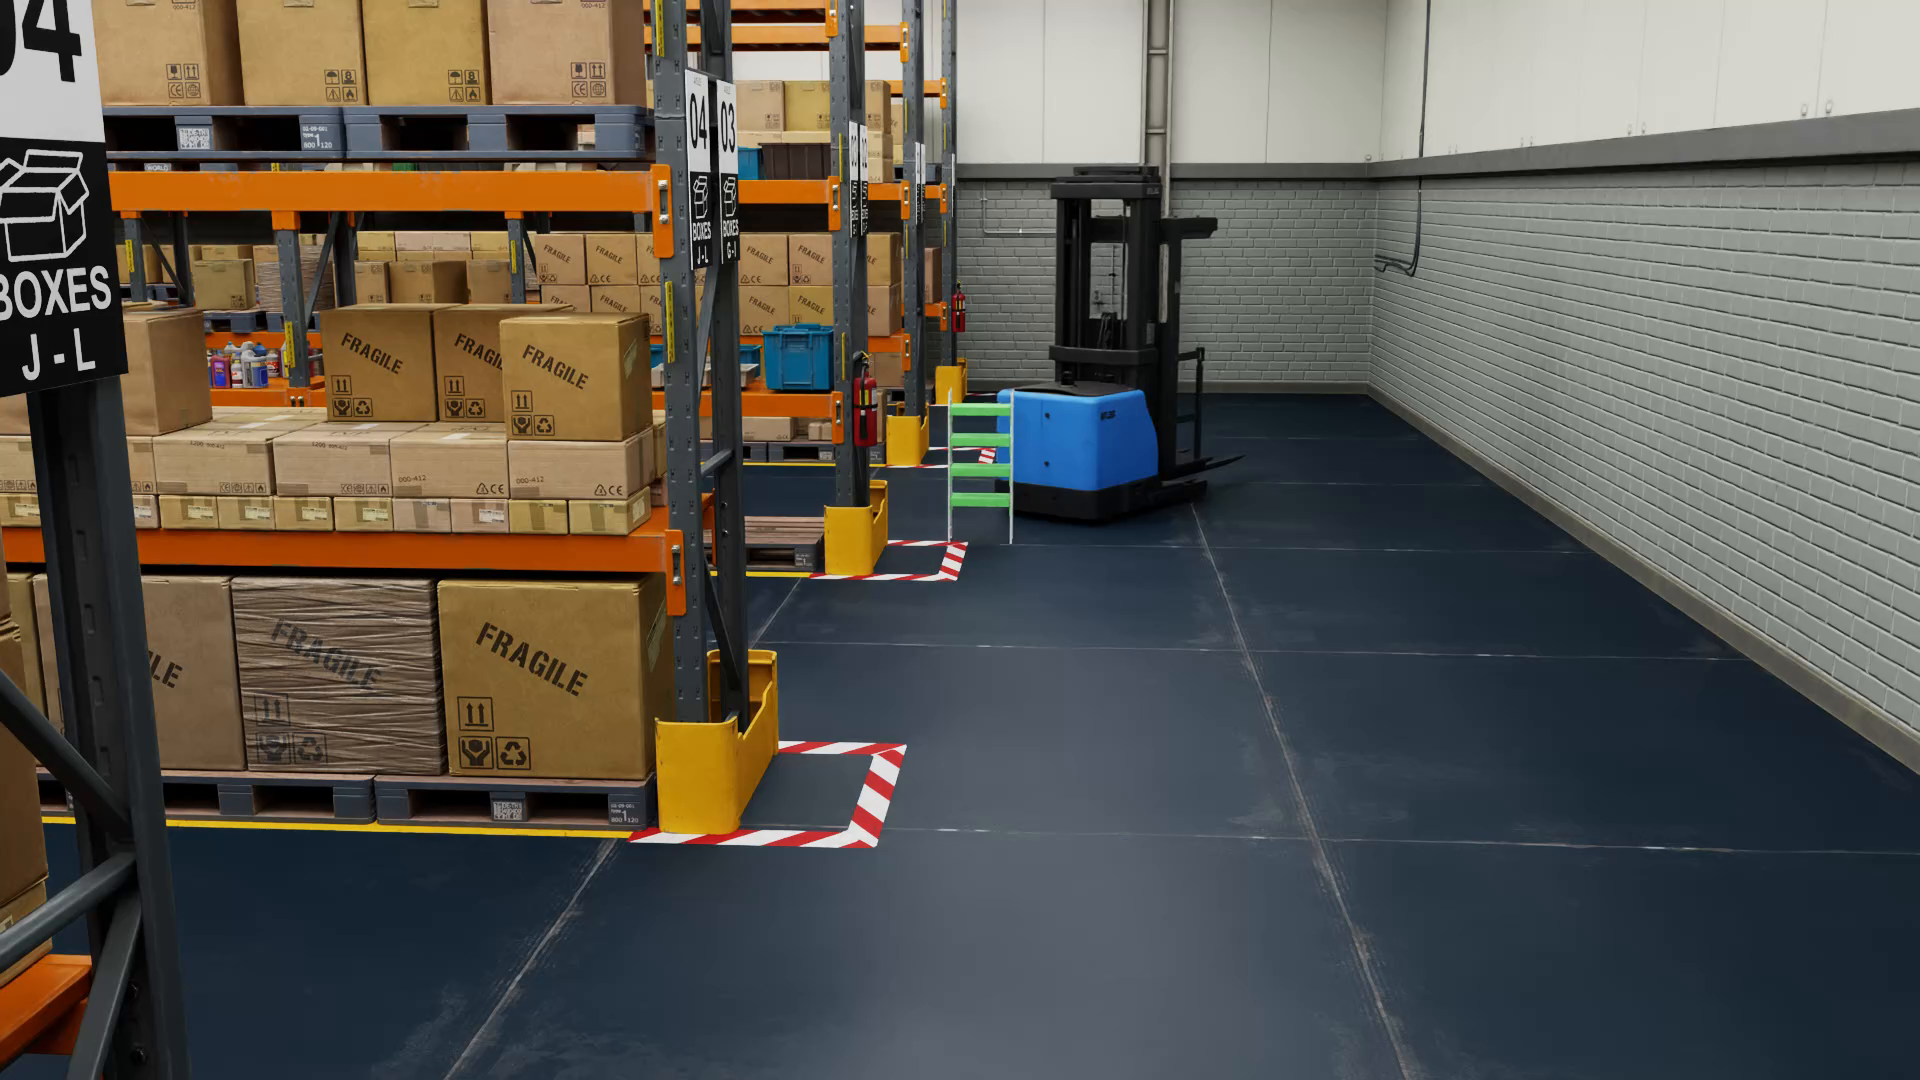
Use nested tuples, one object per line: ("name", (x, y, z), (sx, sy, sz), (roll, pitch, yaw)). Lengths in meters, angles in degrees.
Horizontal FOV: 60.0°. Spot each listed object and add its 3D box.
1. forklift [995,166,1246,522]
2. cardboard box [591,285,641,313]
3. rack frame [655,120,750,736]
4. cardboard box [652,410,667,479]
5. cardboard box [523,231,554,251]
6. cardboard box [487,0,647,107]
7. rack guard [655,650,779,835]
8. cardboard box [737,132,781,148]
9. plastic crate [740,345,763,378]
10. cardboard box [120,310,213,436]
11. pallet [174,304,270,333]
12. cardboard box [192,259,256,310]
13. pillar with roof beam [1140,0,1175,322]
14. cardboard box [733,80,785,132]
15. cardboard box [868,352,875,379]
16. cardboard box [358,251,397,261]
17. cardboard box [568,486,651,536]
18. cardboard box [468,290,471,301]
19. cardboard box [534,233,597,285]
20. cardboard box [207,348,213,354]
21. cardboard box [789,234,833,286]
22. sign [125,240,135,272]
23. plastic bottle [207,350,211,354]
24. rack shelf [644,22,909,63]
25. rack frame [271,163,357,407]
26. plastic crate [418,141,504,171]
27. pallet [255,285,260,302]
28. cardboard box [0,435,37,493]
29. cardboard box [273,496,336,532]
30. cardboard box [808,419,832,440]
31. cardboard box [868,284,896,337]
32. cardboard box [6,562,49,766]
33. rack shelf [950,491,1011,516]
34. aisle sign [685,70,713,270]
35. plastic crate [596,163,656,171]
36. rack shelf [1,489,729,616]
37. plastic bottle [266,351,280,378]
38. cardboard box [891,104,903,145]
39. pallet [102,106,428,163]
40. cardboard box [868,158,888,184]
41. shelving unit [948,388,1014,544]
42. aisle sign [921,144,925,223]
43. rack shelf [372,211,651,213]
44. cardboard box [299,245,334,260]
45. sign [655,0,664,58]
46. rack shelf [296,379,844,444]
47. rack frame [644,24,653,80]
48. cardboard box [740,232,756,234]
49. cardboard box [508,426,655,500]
("forklift", (1.588, -1.835, 14.882), (1.130, 2.935, 3.031), (9, 15, 36))
("cardboard box", (-3.454, -2.374, 17.049), (0.500, 0.500, 0.500), (1, 12, 5))
("rack frame", (-1.130, -0.316, 7.453), (0.127, 3.000, 1.000), (1, 12, 4))
("cardboard box", (-1.591, -0.450, 7.733), (0.500, 0.250, 0.500), (0, 12, 2))
("cardboard box", (-5.630, -3.948, 21.964), (0.500, 0.250, 0.500), (1, 12, 5))
("cardboard box", (-1.653, -2.084, 7.064), (0.500, 0.500, 0.700), (0, 12, 0))
("rack guard", (-1.106, 0.908, 7.707), (0.348, 0.500, 1.175), (1, 12, 4))
("cardboard box", (-1.992, -3.949, 16.638), (0.500, 0.250, 0.500), (1, 12, 4))
("plastic crate", (-1.681, -1.355, 12.682), (0.300, 0.233, 0.416), (1, 12, 4))
("cardboard box", (-3.650, -0.737, 7.272), (0.500, 0.500, 0.500), (0, 12, 2))
("pallet", (-7.766, -2.360, 17.694), (1.003, 0.211, 1.213), (1, 12, 4))
("cardboard box", (-7.811, -2.718, 17.666), (0.500, 0.500, 0.700), (-3, 12, -15))
("pillar with roof beam", (2.327, -5.549, 17.815), (0.400, 9.000, 9.100), (1, 12, 4))
("cardboard box", (-1.978, -4.359, 16.769), (0.500, 0.500, 0.700), (1, 12, 4))
("cardboard box", (-1.342, -2.330, 22.159), (0.500, 0.500, 0.700), (1, 12, 4))
("cardboard box", (-7.652, -3.607, 22.164), (0.500, 0.500, 0.500), (1, 12, 5))
("cardboard box", (-1.508, -0.131, 7.180), (0.250, 0.149, 0.380), (1, 12, 5))
("cardboard box", (-6.521, -3.284, 22.208), (0.250, 0.149, 0.380), (1, 12, 5))
("cardboard box", (-4.004, -2.869, 16.971), (0.500, 0.500, 0.500), (1, 12, 5))
("cardboard box", (-10.350, -2.489, 22.872), (0.500, 0.500, 0.700), (1, 12, 4))
("cardboard box", (-1.431, -2.835, 16.807), (0.500, 0.500, 0.500), (1, 12, 5))
("sign", (-8.481, -2.902, 16.990), (0.005, 0.325, 0.100), (1, 12, 4))
("plastic bottle", (-5.900, -1.384, 13.045), (0.097, 0.201, 0.097), (0, 12, 0))
("rack shelf", (-2.460, -4.950, 16.718), (4.000, 0.370, 1.077), (1, 12, 4))
("rack frame", (-4.790, -1.383, 12.552), (0.127, 3.000, 1.000), (1, 12, 4))
("plastic crate", (-3.569, -2.714, 11.909), (0.590, 0.269, 0.497), (1, 12, 4))
("pallet", (-8.838, -3.355, 22.451), (1.003, 0.211, 1.213), (1, 12, 4))
("cardboard box", (-4.174, -0.375, 7.375), (0.500, 0.250, 0.500), (1, 12, 3))
("cardboard box", (-2.786, -0.148, 7.262), (0.250, 0.149, 0.380), (1, 12, 4))
("cardboard box", (-1.422, -1.149, 17.282), (0.250, 0.166, 0.380), (1, 12, 4))
("cardboard box", (-0.930, -2.339, 16.880), (0.500, 0.500, 0.500), (1, 12, 5))
("cardboard box", (-4.468, 0.489, 7.768), (0.875, 0.875, 0.875), (1, 12, 4))
("rack shelf", (0.165, -0.288, 13.197), (0.480, 0.148, 0.258), (1, 12, 4))
("aisle sign", (-1.079, -1.526, 6.889), (0.004, 0.787, 0.394), (1, 12, 4))
("plastic crate", (-2.305, -2.843, 12.358), (0.767, 0.338, 0.504), (1, 12, 4))
("rack shelf", (-3.126, 0.009, 7.657), (4.000, 0.370, 1.077), (1, 12, 4))
("plastic bottle", (-5.377, -1.377, 13.011), (0.097, 0.201, 0.097), (0, 12, 0))
("cardboard box", (-0.886, -5.322, 21.325), (0.500, 0.500, 0.500), (1, 12, 4))
("pallet", (-3.092, -1.765, 7.270), (1.213, 0.211, 1.003), (1, 12, 4))
("cardboard box", (-0.995, -3.688, 16.612), (0.500, 0.250, 0.500), (1, 12, 4))
("shelving unit", (0.165, -0.585, 13.134), (0.503, 1.200, 0.258), (1, 12, 4))
("aisle sign", (-0.377, -3.671, 17.143), (0.004, 0.787, 0.394), (1, 12, 4))
("rack shelf", (-6.124, -4.550, 22.124), (4.000, 0.370, 1.077), (1, 12, 4))
("cardboard box", (-8.589, -3.730, 22.454), (0.500, 0.500, 0.700), (-1, 12, -3))
("sign", (-1.180, -2.068, 6.534), (0.005, 0.325, 0.100), (1, 12, 4))
("rack shelf", (-2.795, -1.003, 12.494), (4.000, 0.370, 1.077), (1, 12, 4))
("rack frame", (-4.128, -6.343, 21.613), (0.127, 3.000, 1.000), (1, 12, 4))
("cardboard box", (-2.418, -2.958, 17.398), (0.500, 0.500, 0.500), (1, 12, 3))
("cardboard box", (-1.632, -0.341, 7.210), (0.500, 0.250, 0.500), (1, 12, 3))
